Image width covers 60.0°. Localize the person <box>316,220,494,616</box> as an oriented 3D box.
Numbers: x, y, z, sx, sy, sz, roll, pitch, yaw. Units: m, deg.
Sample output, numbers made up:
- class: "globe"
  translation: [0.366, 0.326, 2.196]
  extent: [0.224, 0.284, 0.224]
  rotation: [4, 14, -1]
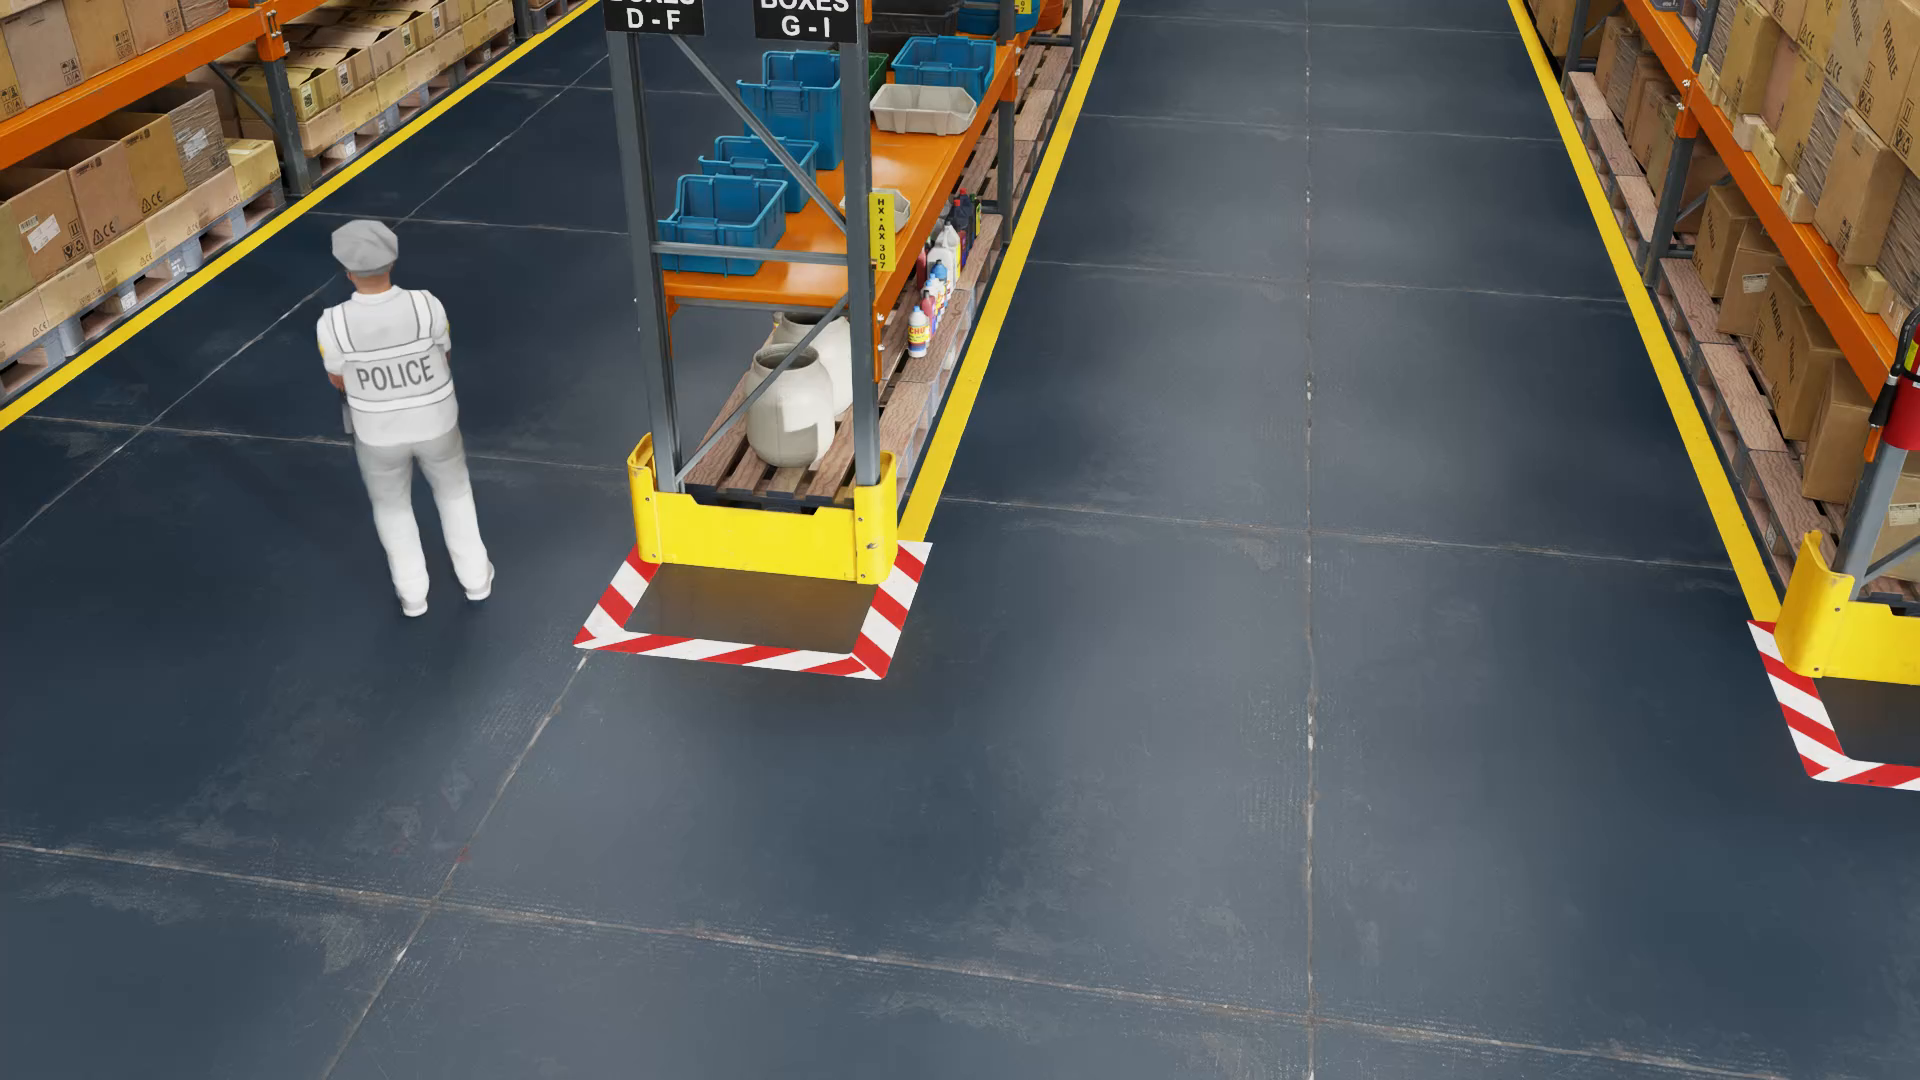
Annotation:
- class: "person"
  translation: [-2.325, -0.519, 6.923]
  extent: [0.529, 1.782, 0.552]
  rotation: [-14, 35, -21]
